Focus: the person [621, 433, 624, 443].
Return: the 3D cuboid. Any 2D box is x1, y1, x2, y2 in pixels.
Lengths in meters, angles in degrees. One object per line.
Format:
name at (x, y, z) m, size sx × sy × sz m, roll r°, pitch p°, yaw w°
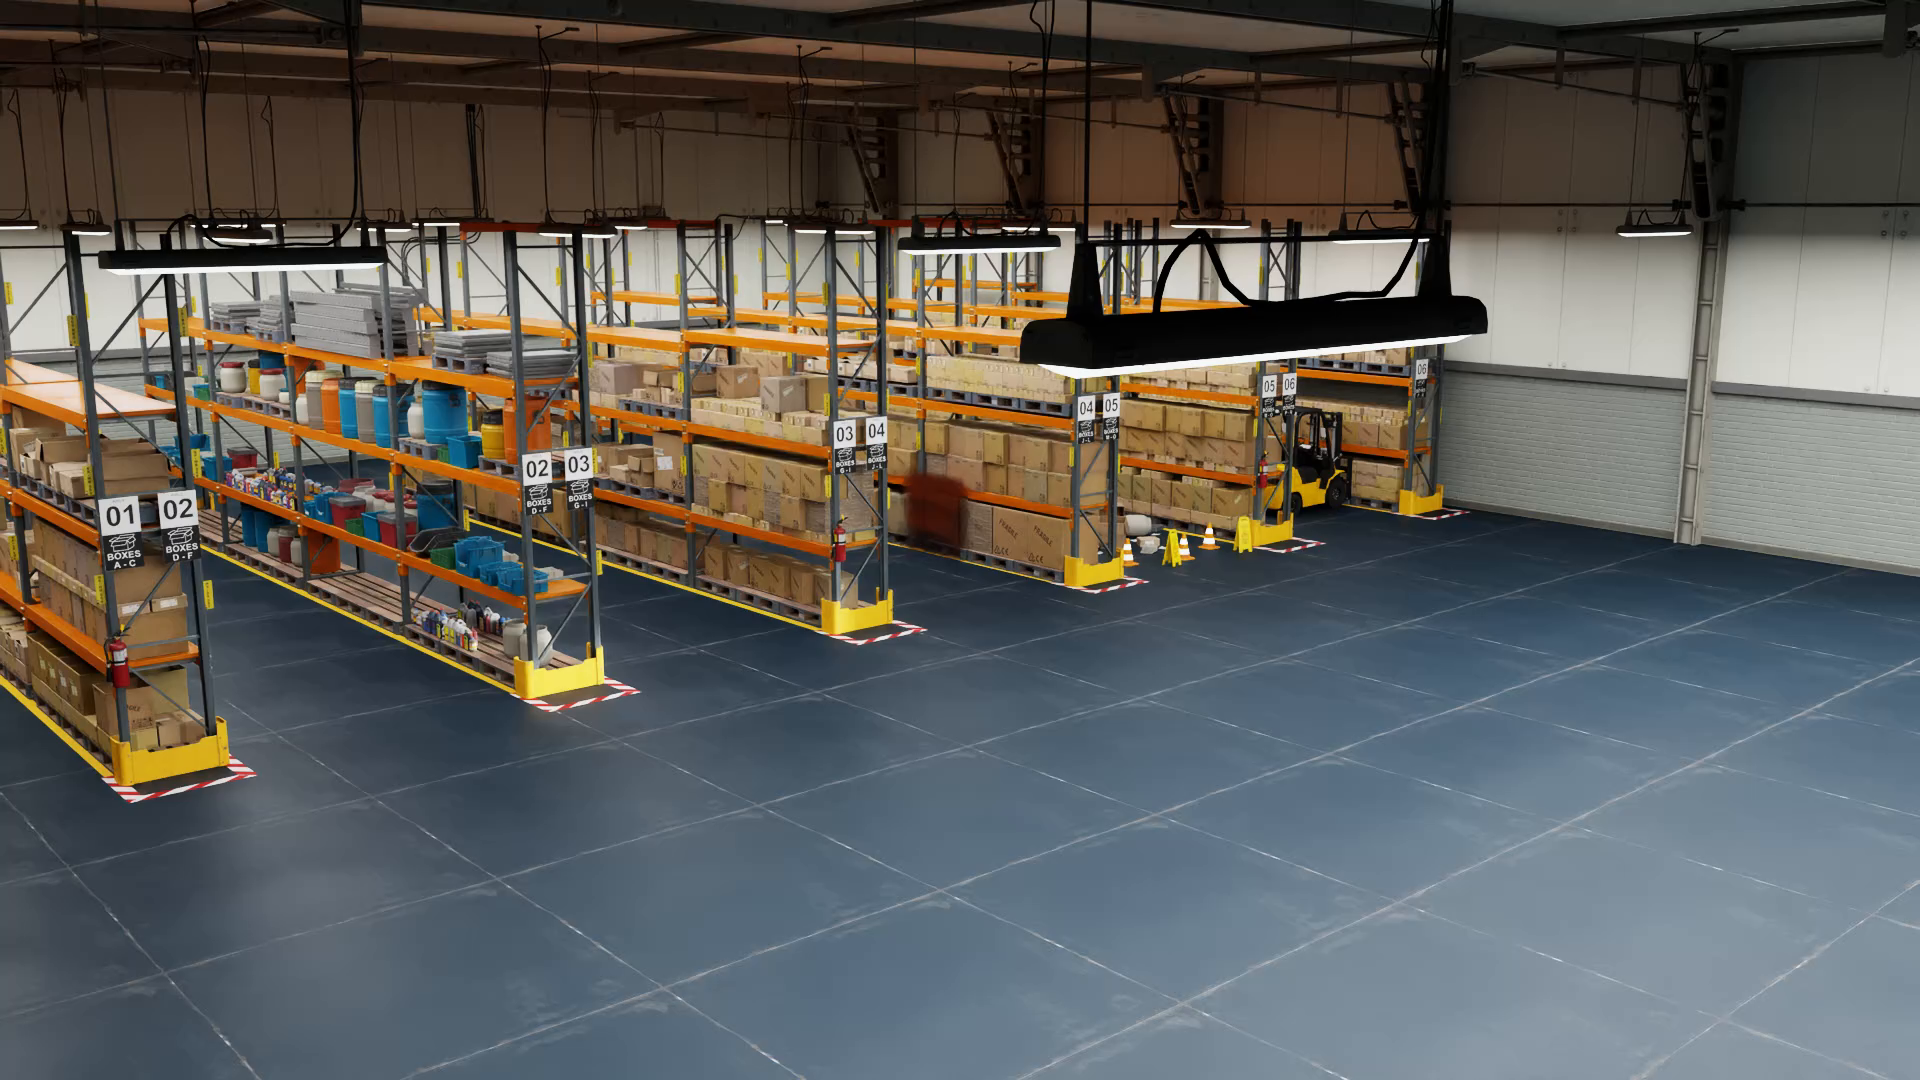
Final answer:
person at (-6.898, -1.321, 33.980) m, size 0.608 × 1.768 × 0.509 m, roll -3°, pitch 12°, yaw -12°
